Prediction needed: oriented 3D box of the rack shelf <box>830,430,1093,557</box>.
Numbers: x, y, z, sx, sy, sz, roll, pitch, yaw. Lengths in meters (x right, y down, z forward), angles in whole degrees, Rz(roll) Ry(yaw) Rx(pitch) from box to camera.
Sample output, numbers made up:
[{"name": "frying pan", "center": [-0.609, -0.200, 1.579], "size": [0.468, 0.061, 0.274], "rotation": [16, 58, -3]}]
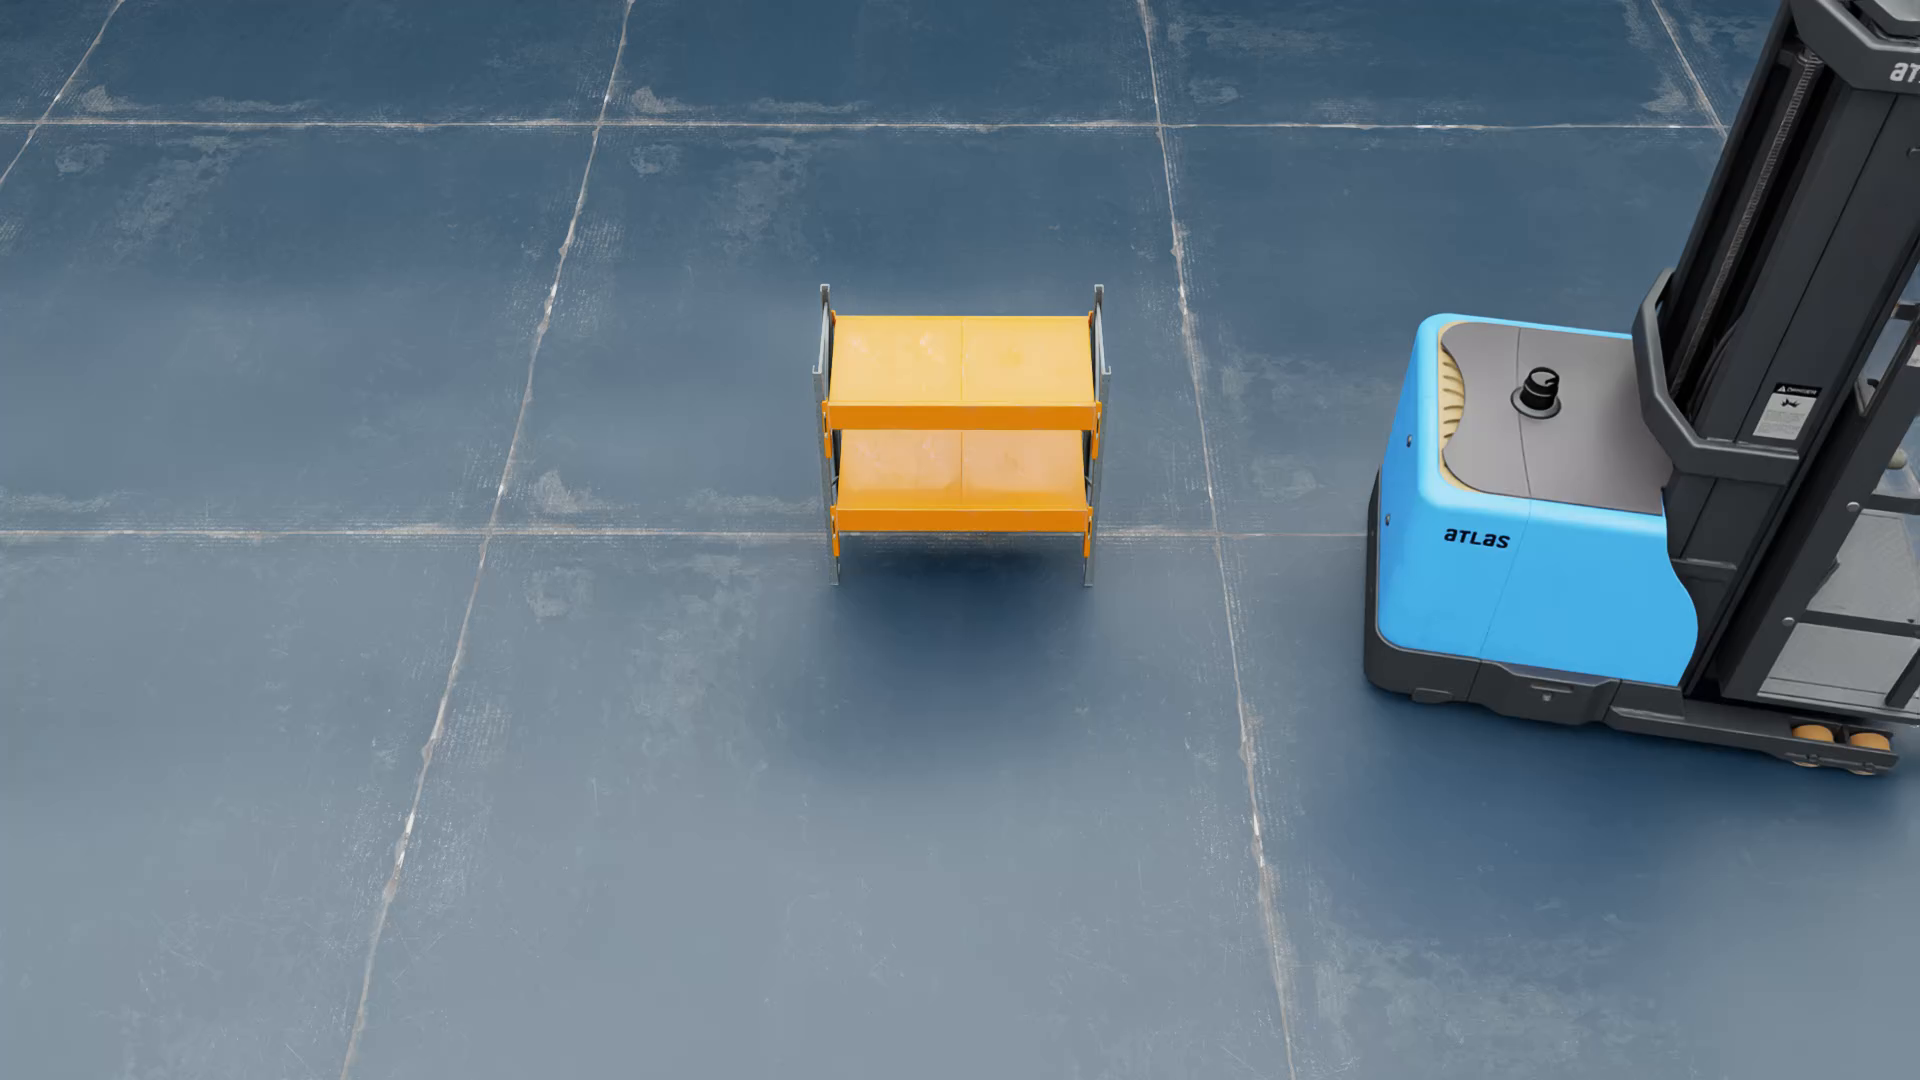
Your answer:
[{"name": "rack shelf", "center": [0.007, -0.217, 6.598], "size": [1.000, 0.278, 0.538], "rotation": [0, 47, 0]}]

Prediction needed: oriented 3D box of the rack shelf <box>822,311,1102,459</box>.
[{"name": "rack shelf", "center": [0.007, -0.583, 6.205], "size": [1.000, 0.278, 0.538], "rotation": [0, 47, 0]}]

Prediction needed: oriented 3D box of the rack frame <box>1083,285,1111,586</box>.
[{"name": "rack frame", "center": [0.515, -0.382, 6.418], "size": [0.032, 1.125, 0.500], "rotation": [0, 47, 0]}]

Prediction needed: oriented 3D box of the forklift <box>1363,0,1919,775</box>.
[{"name": "forklift", "center": [3.093, -0.571, 5.360], "size": [3.031, 2.935, 1.130], "rotation": [8, 48, 7]}]

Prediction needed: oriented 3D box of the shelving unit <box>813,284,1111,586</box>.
[{"name": "shelving unit", "center": [0.007, -0.383, 6.419], "size": [1.048, 1.125, 0.538], "rotation": [0, 47, 0]}]

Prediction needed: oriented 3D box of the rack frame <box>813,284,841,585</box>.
[{"name": "rack frame", "center": [-0.502, -0.385, 6.420], "size": [0.032, 1.125, 0.500], "rotation": [0, 47, 0]}]
